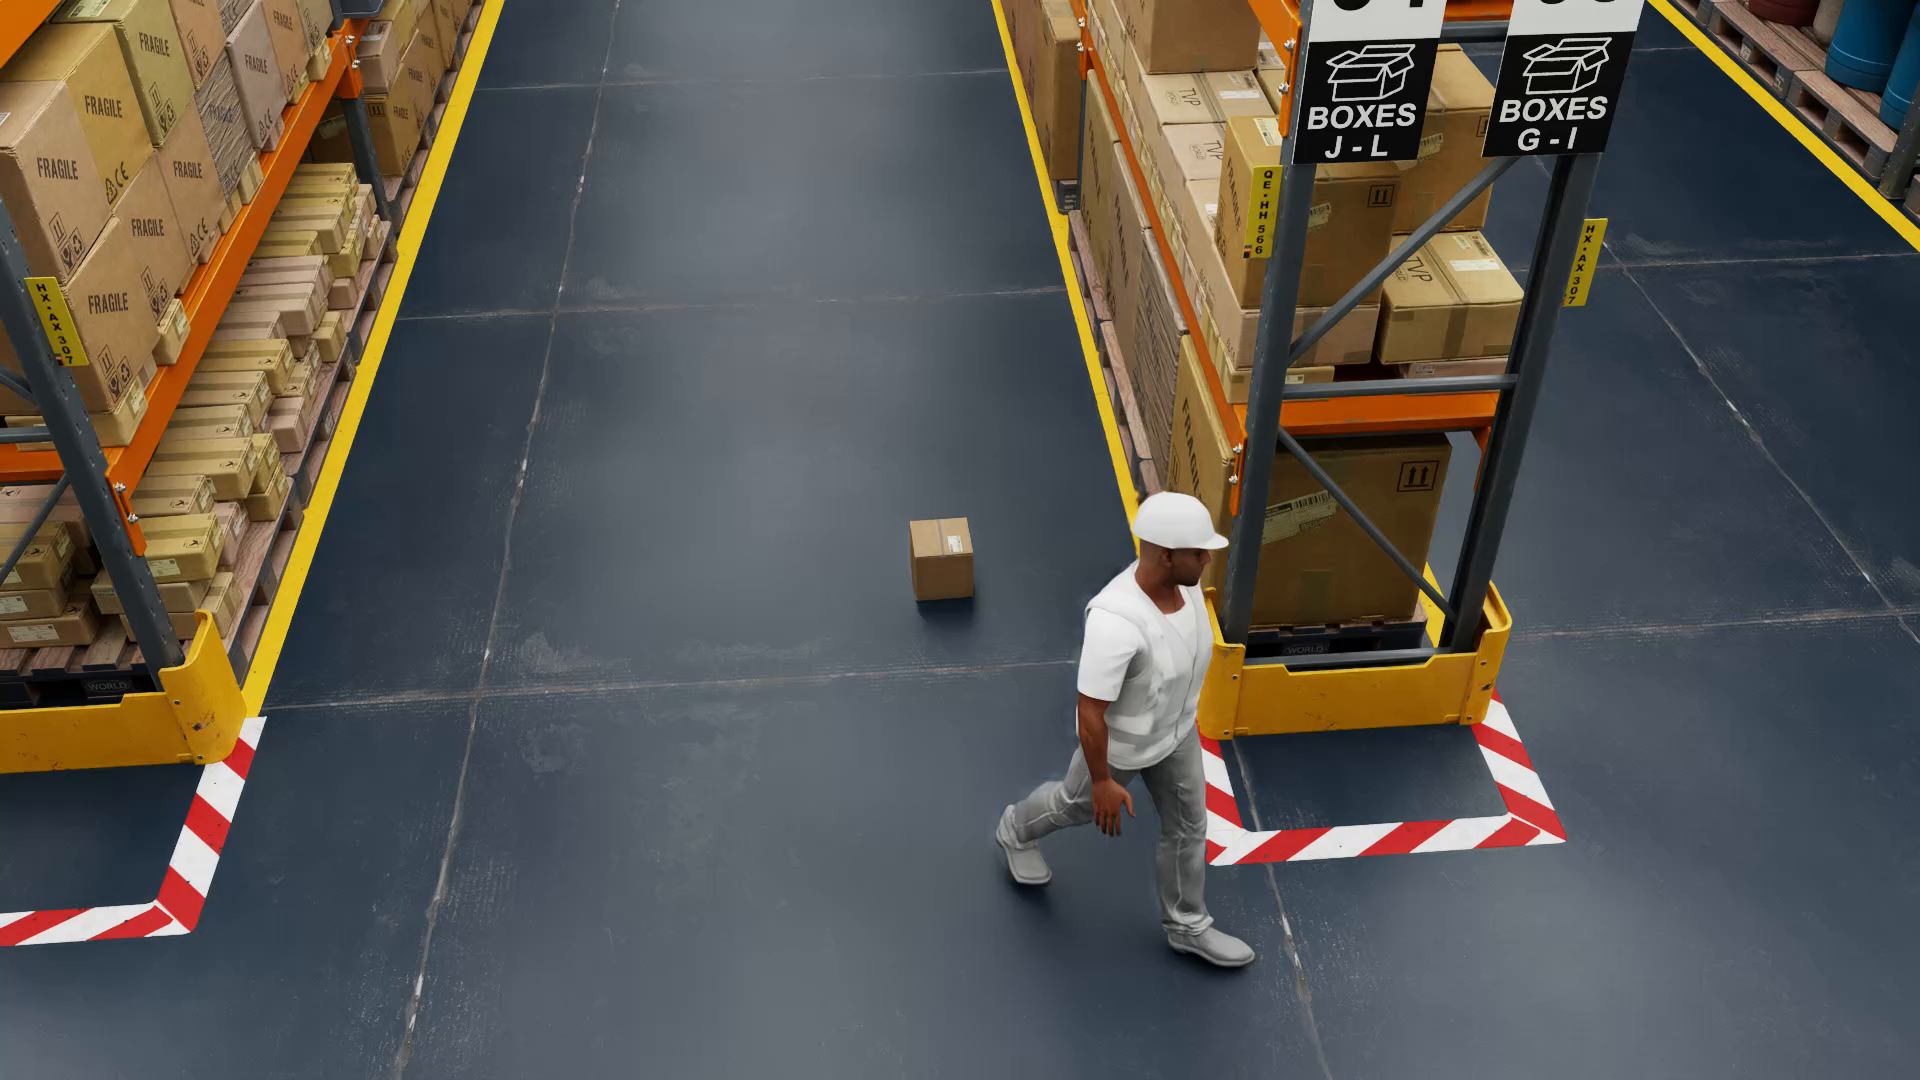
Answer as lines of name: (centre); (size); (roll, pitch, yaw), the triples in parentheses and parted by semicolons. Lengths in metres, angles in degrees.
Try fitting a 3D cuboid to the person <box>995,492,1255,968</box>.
person: (0.577, 0.627, 5.370); (1.001, 1.719, 0.671); (30, 48, 32)
